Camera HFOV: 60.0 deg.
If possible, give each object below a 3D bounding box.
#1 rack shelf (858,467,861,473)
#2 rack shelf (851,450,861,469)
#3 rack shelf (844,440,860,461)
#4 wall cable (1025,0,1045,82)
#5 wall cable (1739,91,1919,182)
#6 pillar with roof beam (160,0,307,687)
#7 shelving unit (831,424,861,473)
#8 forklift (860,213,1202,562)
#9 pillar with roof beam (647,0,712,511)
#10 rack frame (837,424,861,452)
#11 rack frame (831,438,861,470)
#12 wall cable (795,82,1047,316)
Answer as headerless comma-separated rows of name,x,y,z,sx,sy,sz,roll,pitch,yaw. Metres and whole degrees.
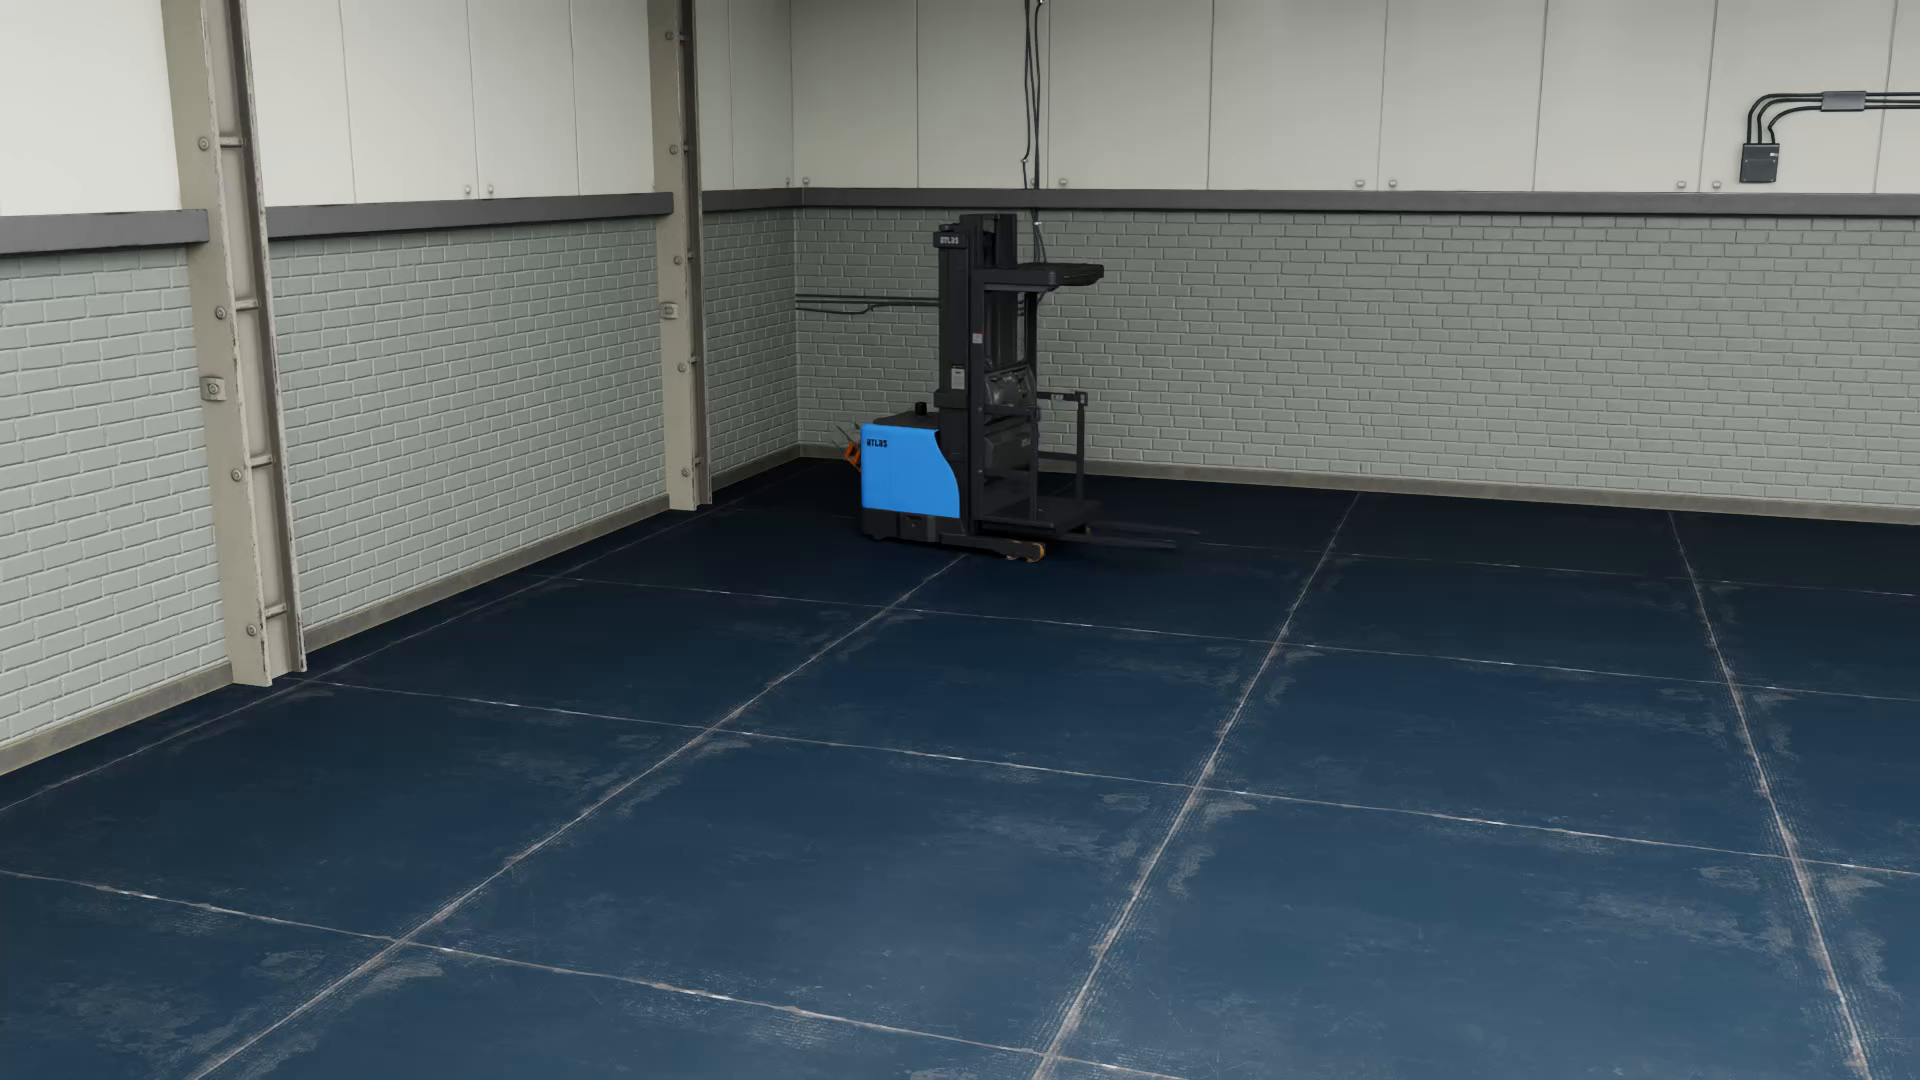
rack shelf,-0.861,-0.745,16.519,0.258,0.180,0.103,-13,51,-45
rack shelf,-0.935,-0.823,16.573,0.258,0.180,0.103,-13,51,-45
rack shelf,-1.008,-0.902,16.627,0.258,0.180,0.103,-13,51,-45
wall cable,2.040,-6.011,16.991,3.097,2.526,0.112,4,14,18
wall cable,8.458,-6.229,14.674,2.305,6.003,0.169,4,14,18
pillar with roof beam,-0.592,-3.159,8.868,9.100,9.000,0.400,4,14,18
shelving unit,-0.815,-0.696,16.486,0.258,0.189,1.200,-13,51,-45
forklift,0.628,-1.371,14.672,3.031,2.935,1.130,7,14,27
pillar with roof beam,1.349,-4.422,14.403,9.100,9.000,0.400,4,14,18
rack frame,-0.779,-0.764,16.435,0.240,0.006,1.200,-13,51,-45
rack frame,-0.851,-0.628,16.536,0.240,0.006,1.200,-13,51,-45
wall cable,-0.520,-3.744,18.407,3.097,2.526,0.112,4,14,18
